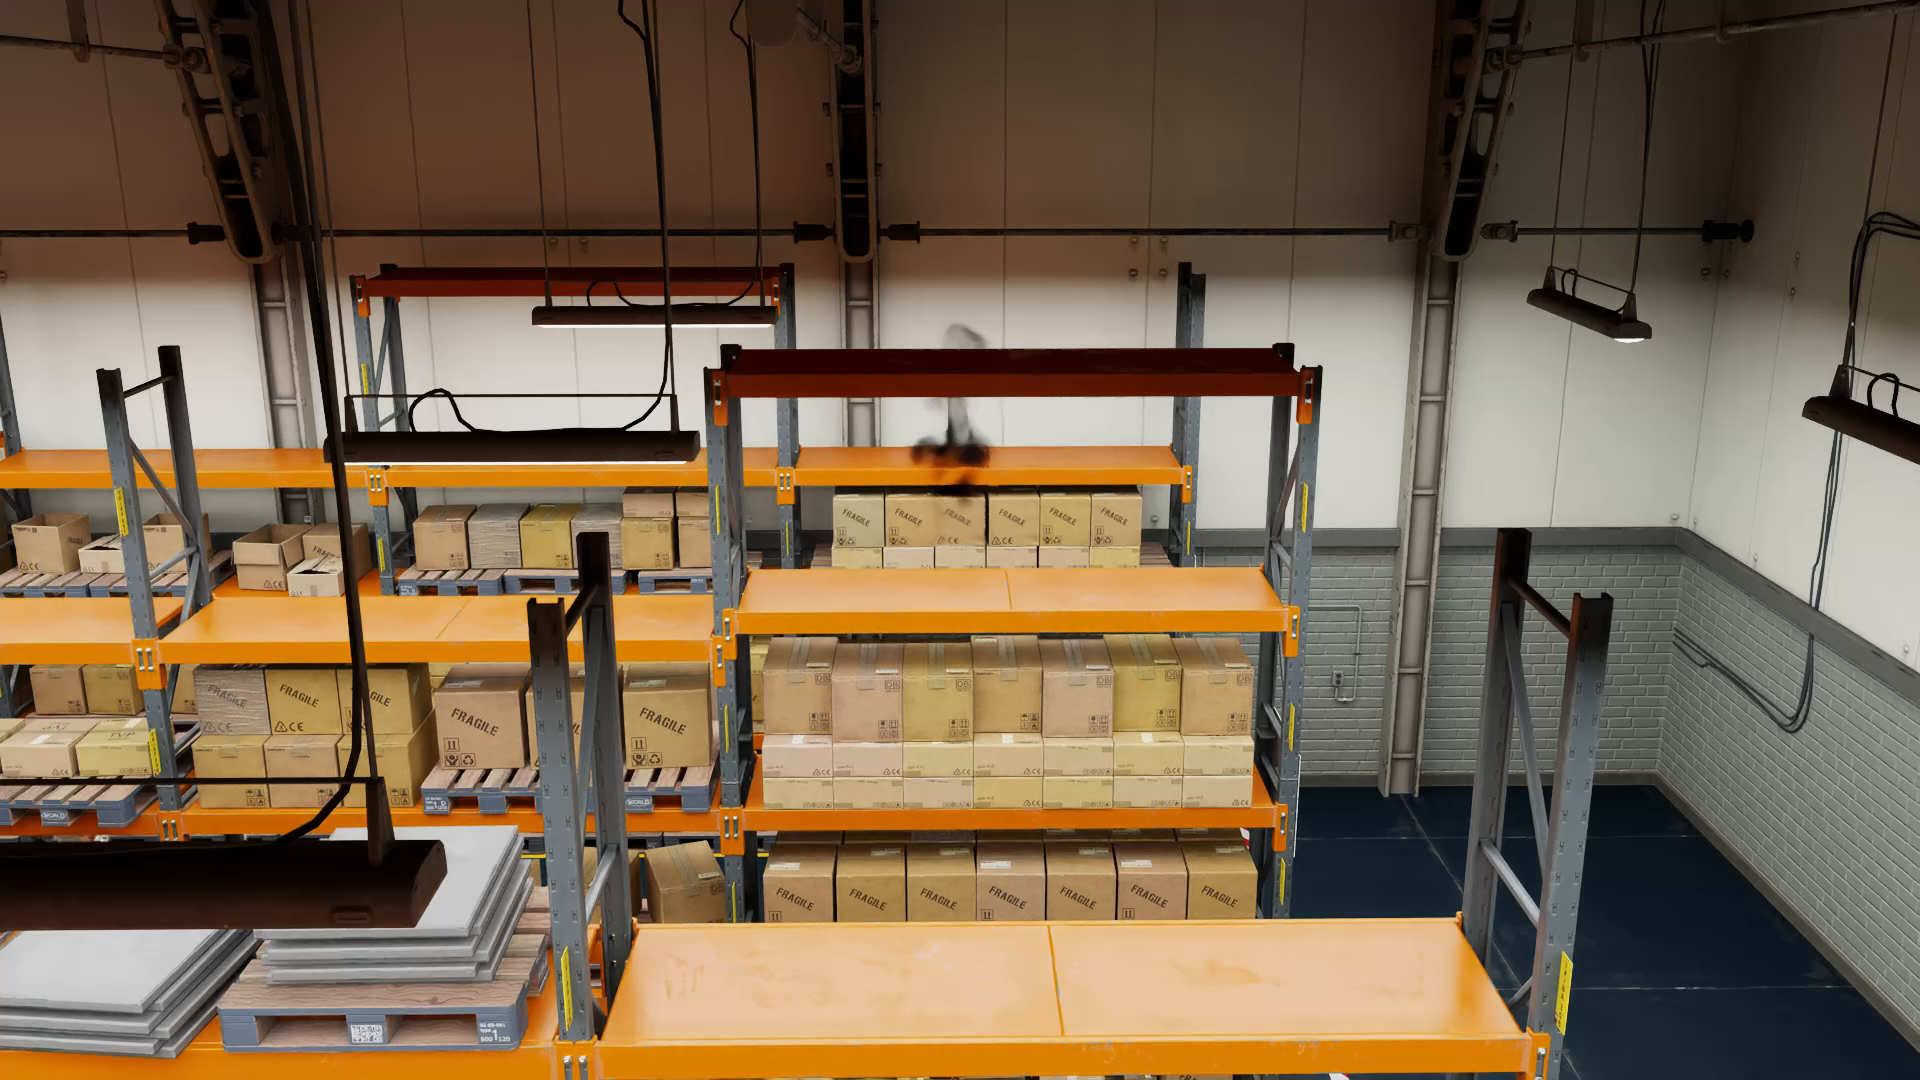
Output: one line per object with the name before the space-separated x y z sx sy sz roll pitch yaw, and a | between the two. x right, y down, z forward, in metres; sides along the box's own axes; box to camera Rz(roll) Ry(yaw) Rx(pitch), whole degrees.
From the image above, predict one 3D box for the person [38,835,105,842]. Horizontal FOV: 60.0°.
person | -8.010 2.964 15.241 0.831 1.839 0.683 -3 16 -9
